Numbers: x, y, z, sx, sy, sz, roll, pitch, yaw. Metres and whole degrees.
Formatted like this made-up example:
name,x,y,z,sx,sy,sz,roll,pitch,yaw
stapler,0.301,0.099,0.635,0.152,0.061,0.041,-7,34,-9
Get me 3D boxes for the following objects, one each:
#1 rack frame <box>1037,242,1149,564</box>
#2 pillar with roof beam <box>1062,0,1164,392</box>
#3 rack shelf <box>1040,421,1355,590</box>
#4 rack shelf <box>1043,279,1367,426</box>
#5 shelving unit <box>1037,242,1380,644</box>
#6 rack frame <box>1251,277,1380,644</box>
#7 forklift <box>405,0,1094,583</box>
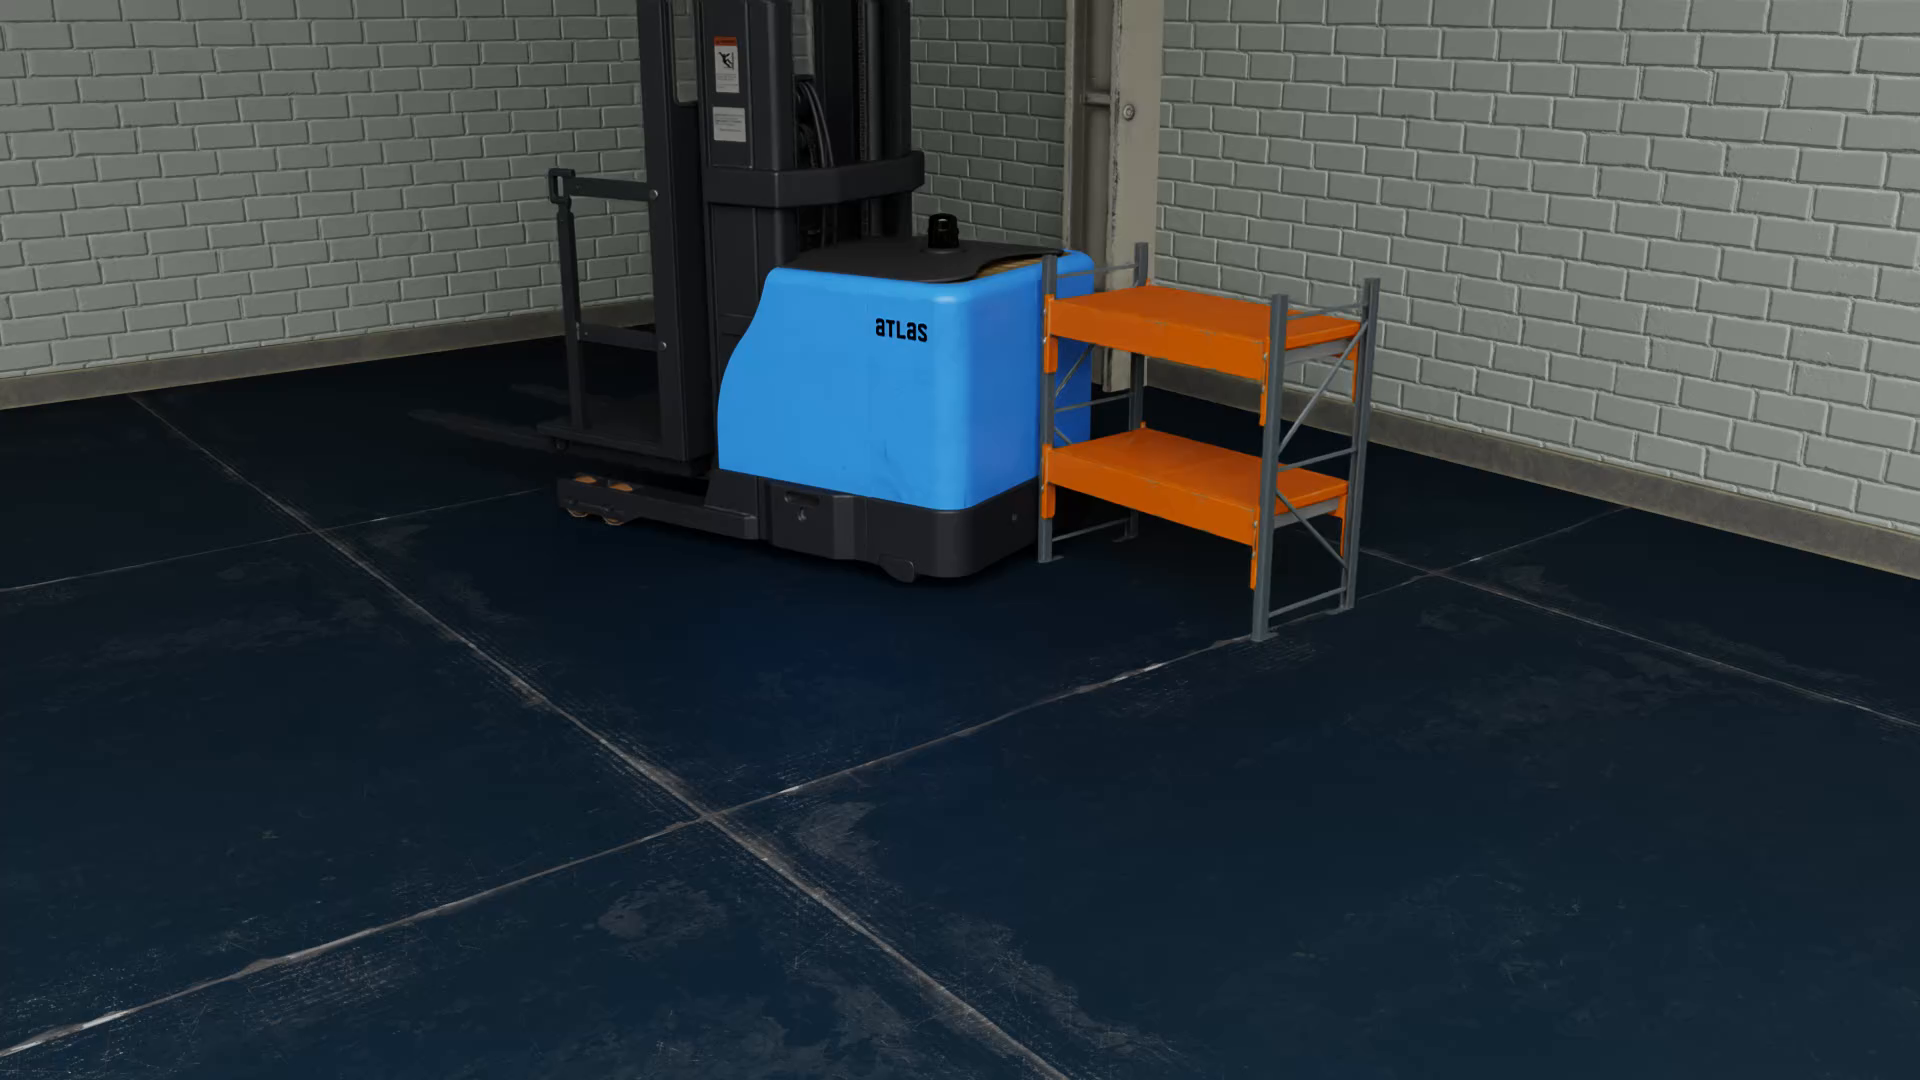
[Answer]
name,x,y,z,sx,sy,sz,roll,pitch,yaw
rack frame,0.486,-0.499,6.079,0.500,1.125,0.032,-15,23,-38
pillar with roof beam,-2.600,-4.281,4.977,9.100,9.000,0.400,-14,23,-36
rack shelf,0.814,-0.144,5.787,0.538,0.278,1.000,-15,23,-38
rack shelf,0.814,-0.654,5.618,0.538,0.278,1.000,-15,23,-38
shelving unit,0.814,-0.377,5.710,0.538,1.125,1.048,-15,23,-38
rack frame,1.141,-0.254,5.341,0.500,1.125,0.032,-15,23,-38
forklift,-1.001,-1.573,6.451,3.031,2.935,1.130,11,21,31
